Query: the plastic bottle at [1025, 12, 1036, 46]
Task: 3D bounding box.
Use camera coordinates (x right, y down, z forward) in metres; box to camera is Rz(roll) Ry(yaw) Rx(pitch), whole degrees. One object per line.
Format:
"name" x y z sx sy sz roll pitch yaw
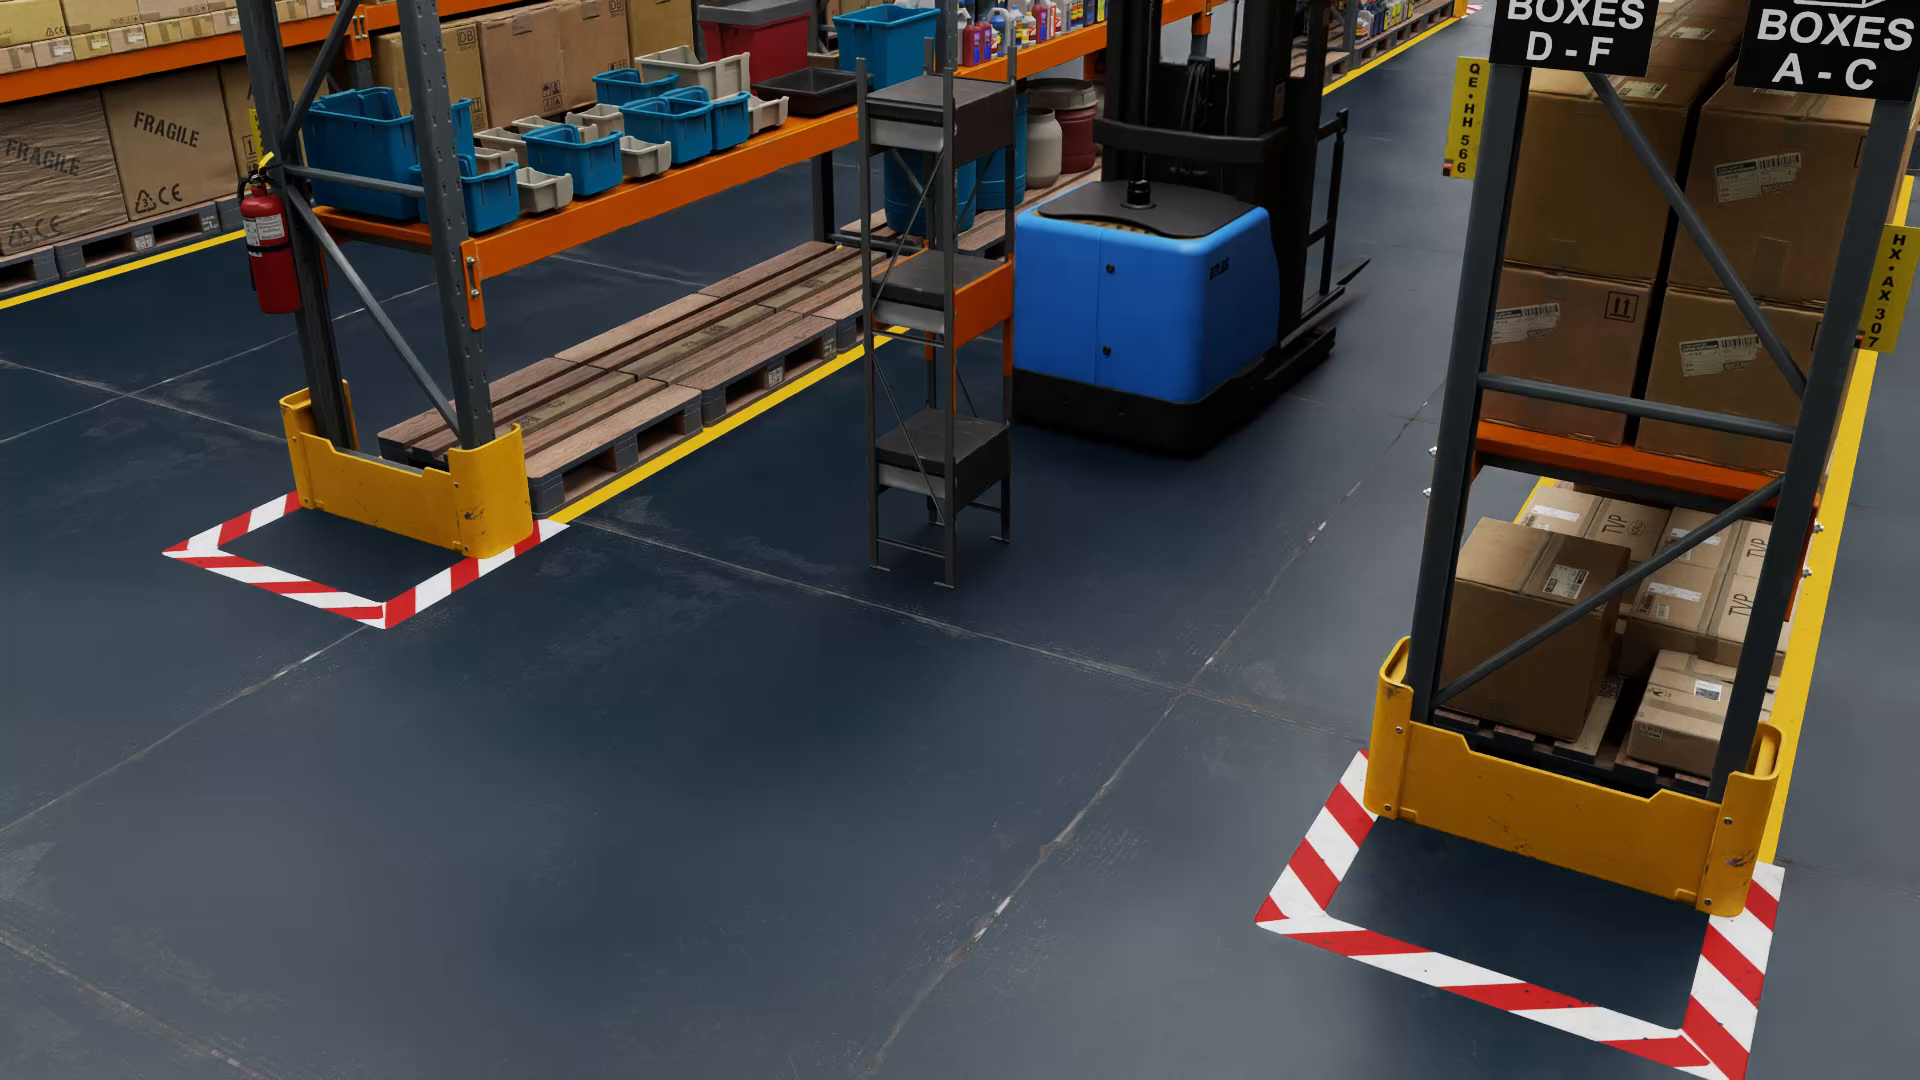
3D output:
"plastic bottle" 0.440 -3.280 10.674 0.097 0.201 0.097 0 27 0

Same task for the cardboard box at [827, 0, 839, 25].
"cardboard box" -1.700 -5.668 17.523 0.700 0.500 0.500 12 29 22

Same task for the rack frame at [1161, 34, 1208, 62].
"rack frame" 1.491 -4.574 13.036 1.000 3.000 0.127 14 30 26

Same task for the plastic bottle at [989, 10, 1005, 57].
"plastic bottle" 0.230 -3.145 10.326 0.097 0.271 0.097 0 27 0

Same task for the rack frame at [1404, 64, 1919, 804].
"rack frame" 1.866 -0.364 4.626 1.000 3.000 0.127 14 30 26

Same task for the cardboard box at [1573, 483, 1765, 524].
"cardboard box" 2.914 -0.270 6.736 0.797 0.503 0.637 14 30 26

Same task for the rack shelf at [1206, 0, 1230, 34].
"rack shelf" 2.475 -5.032 14.754 1.077 0.370 4.000 14 30 26

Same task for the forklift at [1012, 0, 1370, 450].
"forklift" 1.444 -2.357 8.684 1.130 2.935 3.031 15 30 28

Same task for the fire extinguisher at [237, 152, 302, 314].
"fire extinguisher" -2.914 -1.296 6.991 0.296 0.674 0.183 14 30 26

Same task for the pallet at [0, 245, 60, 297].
"pallet" -6.431 -1.629 10.268 1.003 0.211 1.213 14 30 26

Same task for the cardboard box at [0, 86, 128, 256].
"cardboard box" -6.064 -2.406 10.610 0.875 0.875 0.875 14 30 26

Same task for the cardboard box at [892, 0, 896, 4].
"cardboard box" -0.622 -6.441 19.089 0.500 0.500 0.500 13 29 25

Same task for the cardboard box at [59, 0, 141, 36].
"cardboard box" -5.533 -3.344 10.414 0.500 0.250 0.500 14 30 25

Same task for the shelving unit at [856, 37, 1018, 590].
"shelving unit" -0.081 -0.874 6.651 0.431 2.100 0.503 14 30 26

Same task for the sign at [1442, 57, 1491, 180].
"sign" 1.393 -1.153 4.556 0.100 0.325 0.005 14 30 26

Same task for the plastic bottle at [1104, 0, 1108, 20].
"plastic bottle" 0.987 -3.802 11.549 0.144 0.351 0.185 14 30 26

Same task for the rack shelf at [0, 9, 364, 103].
"rack shelf" -5.773 -3.005 10.705 1.077 0.370 4.000 14 30 26

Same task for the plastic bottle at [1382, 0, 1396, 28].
"plastic bottle" 4.519 -5.607 17.569 0.144 0.351 0.185 14 30 26

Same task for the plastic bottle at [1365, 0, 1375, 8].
"plastic bottle" 4.378 -5.597 17.631 0.152 0.276 0.135 14 30 26

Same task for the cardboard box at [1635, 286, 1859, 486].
"cardboard box" 2.314 -0.524 4.833 0.500 0.500 0.500 15 30 27

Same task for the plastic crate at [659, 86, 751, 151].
"plastic crate" -1.241 -2.062 8.138 0.416 0.233 0.300 14 30 26

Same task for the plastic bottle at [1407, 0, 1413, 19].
"plastic bottle" 4.863 -5.812 18.052 0.061 0.283 0.133 15 30 27

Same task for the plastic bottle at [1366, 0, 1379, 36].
"plastic bottle" 4.217 -5.368 17.091 0.144 0.351 0.185 15 30 27

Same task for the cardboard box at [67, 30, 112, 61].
"cardboard box" -5.539 -3.100 10.372 0.380 0.149 0.250 13 30 25

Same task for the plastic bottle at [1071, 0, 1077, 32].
"plastic bottle" 0.733 -3.544 11.123 0.097 0.271 0.097 0 27 0

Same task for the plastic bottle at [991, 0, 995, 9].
"plastic bottle" 0.196 -3.754 11.542 0.097 0.271 0.097 0 27 0

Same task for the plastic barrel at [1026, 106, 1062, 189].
"plastic barrel" 0.510 -2.775 11.753 0.421 0.512 0.421 0 27 0

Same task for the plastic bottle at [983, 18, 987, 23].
"plastic bottle" 0.145 -3.186 10.485 0.097 0.201 0.097 0 27 0

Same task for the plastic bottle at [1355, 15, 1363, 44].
"plastic bottle" 3.997 -5.137 16.718 0.097 0.271 0.097 0 27 0

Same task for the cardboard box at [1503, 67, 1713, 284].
"cardboard box" 1.846 -1.090 4.847 0.500 0.500 0.500 14 30 26

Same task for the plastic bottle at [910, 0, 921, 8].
"plastic bottle" -0.309 -3.423 10.793 0.144 0.351 0.185 14 30 26

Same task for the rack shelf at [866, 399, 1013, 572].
"rack shelf" -0.081 -0.236 6.971 0.431 0.518 0.480 14 30 26

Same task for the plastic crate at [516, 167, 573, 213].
"plastic crate" -1.806 -1.496 7.114 0.250 0.136 0.298 14 30 26

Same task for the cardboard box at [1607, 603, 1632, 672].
"cardboard box" 2.197 0.302 5.969 0.380 0.166 0.250 14 30 26

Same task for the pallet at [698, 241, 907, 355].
"pallet" -0.804 -1.473 9.957 1.003 0.211 1.213 14 30 26

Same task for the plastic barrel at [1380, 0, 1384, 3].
"plastic barrel" 4.923 -6.298 18.791 0.421 0.512 0.421 0 27 0

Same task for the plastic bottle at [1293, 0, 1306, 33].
"plastic bottle" 3.525 -5.459 17.273 0.144 0.351 0.185 13 30 25

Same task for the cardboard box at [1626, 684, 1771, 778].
"cardboard box" 2.372 0.627 5.341 0.380 0.149 0.250 14 30 26

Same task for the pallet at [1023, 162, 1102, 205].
"pallet" 0.539 -2.537 12.082 1.003 0.211 1.213 14 30 26

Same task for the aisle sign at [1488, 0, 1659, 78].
"aisle sign" 1.566 -1.567 4.126 0.394 0.787 0.004 14 30 26

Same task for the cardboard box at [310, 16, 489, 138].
"cardboard box" -4.491 -3.597 12.990 1.225 0.875 0.875 14 30 26

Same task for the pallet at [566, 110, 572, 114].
"pallet" -3.274 -4.127 15.259 1.003 0.211 1.213 14 30 26

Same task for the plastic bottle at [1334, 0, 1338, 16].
"plastic bottle" 4.095 -5.897 18.235 0.097 0.271 0.097 0 27 0

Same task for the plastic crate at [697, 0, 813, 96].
"plastic crate" -1.134 -2.778 9.310 0.402 0.464 0.583 14 30 26

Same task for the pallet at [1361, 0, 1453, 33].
"pallet" 5.026 -6.089 19.179 1.003 0.211 1.213 14 30 26

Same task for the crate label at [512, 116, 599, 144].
"crate label" -1.930 -1.946 8.015 0.396 0.136 0.243 14 30 26

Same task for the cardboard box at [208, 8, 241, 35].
"cardboard box" -5.033 -3.502 11.175 0.380 0.149 0.250 15 30 27
